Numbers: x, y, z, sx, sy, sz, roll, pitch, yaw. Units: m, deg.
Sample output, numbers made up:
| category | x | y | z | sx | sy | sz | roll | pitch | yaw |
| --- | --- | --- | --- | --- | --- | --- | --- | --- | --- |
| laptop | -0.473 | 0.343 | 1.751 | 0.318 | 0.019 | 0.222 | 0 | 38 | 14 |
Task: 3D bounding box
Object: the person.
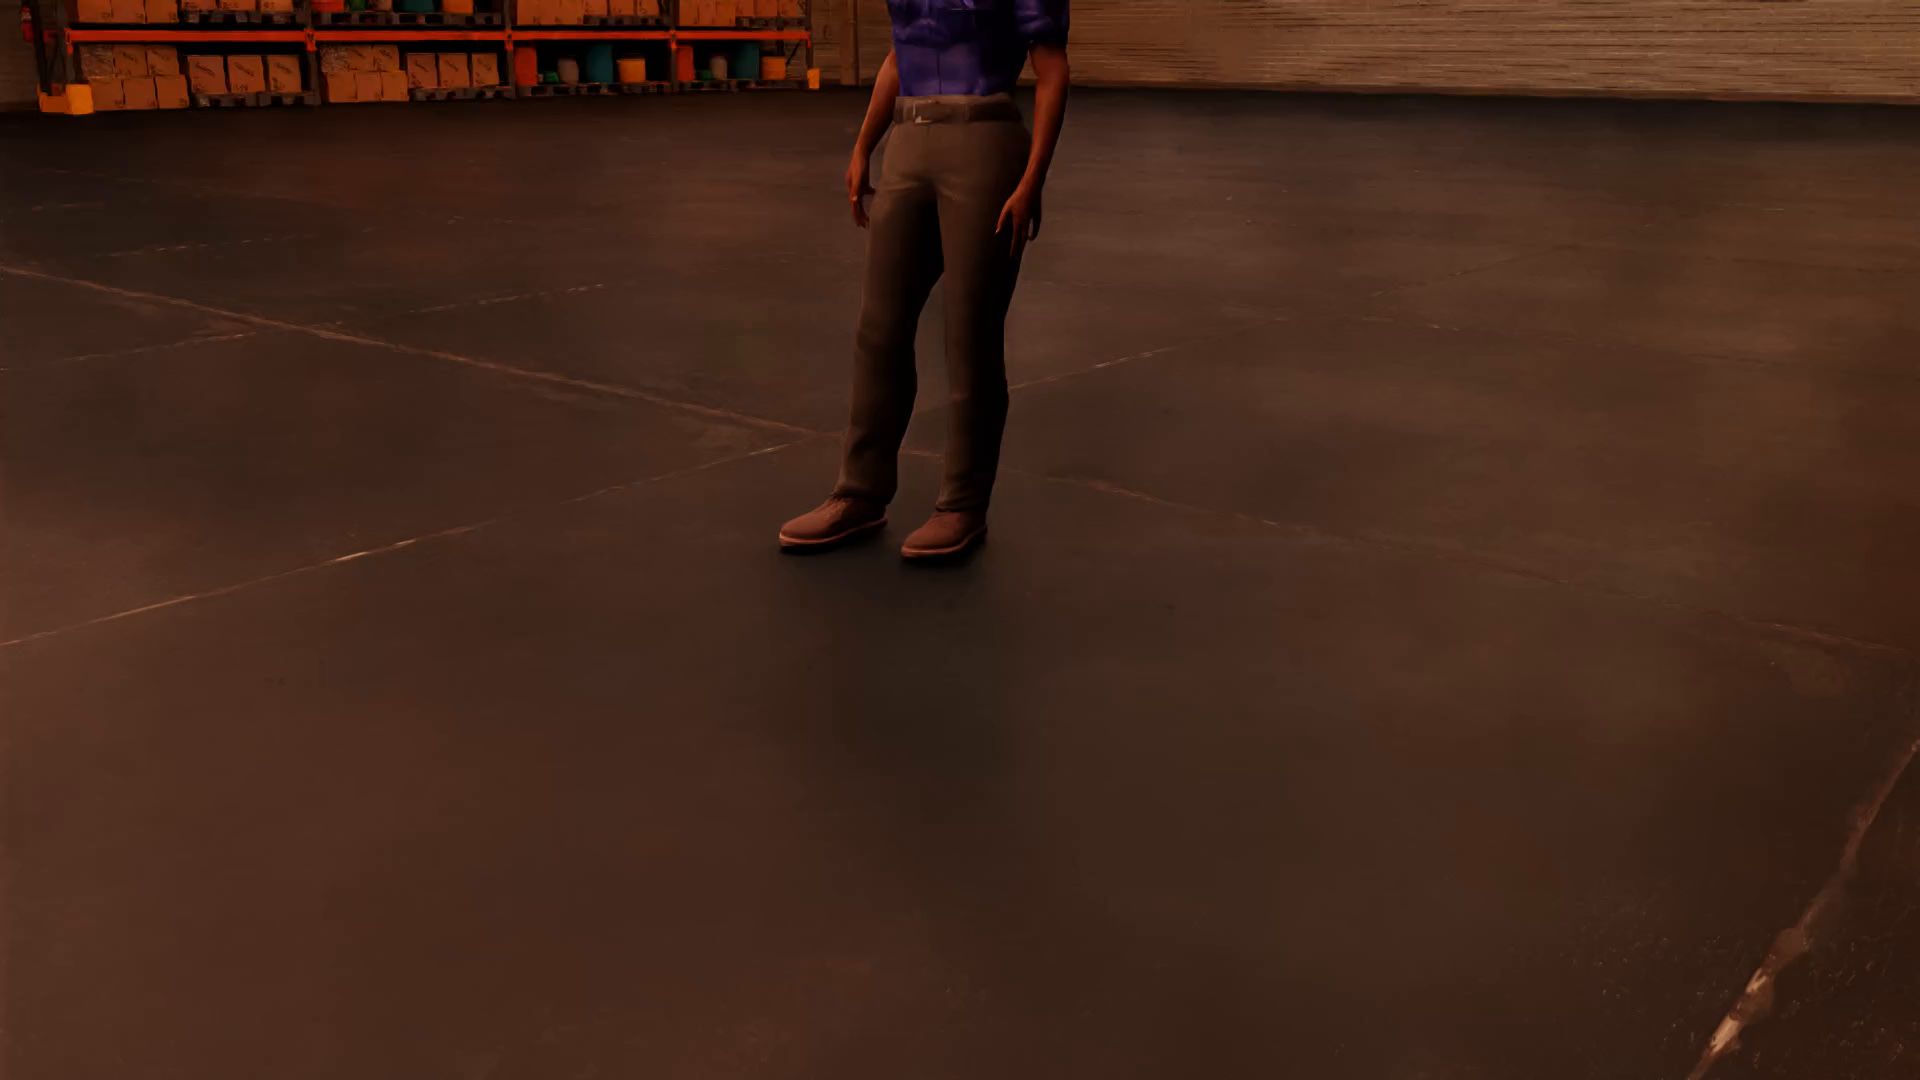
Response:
| category | x | y | z | sx | sy | sz | roll | pitch | yaw |
| --- | --- | --- | --- | --- | --- | --- | --- | --- | --- |
| person | -0.071 | -0.777 | 3.648 | 0.570 | 1.642 | 0.503 | 13 | 21 | 37 |
